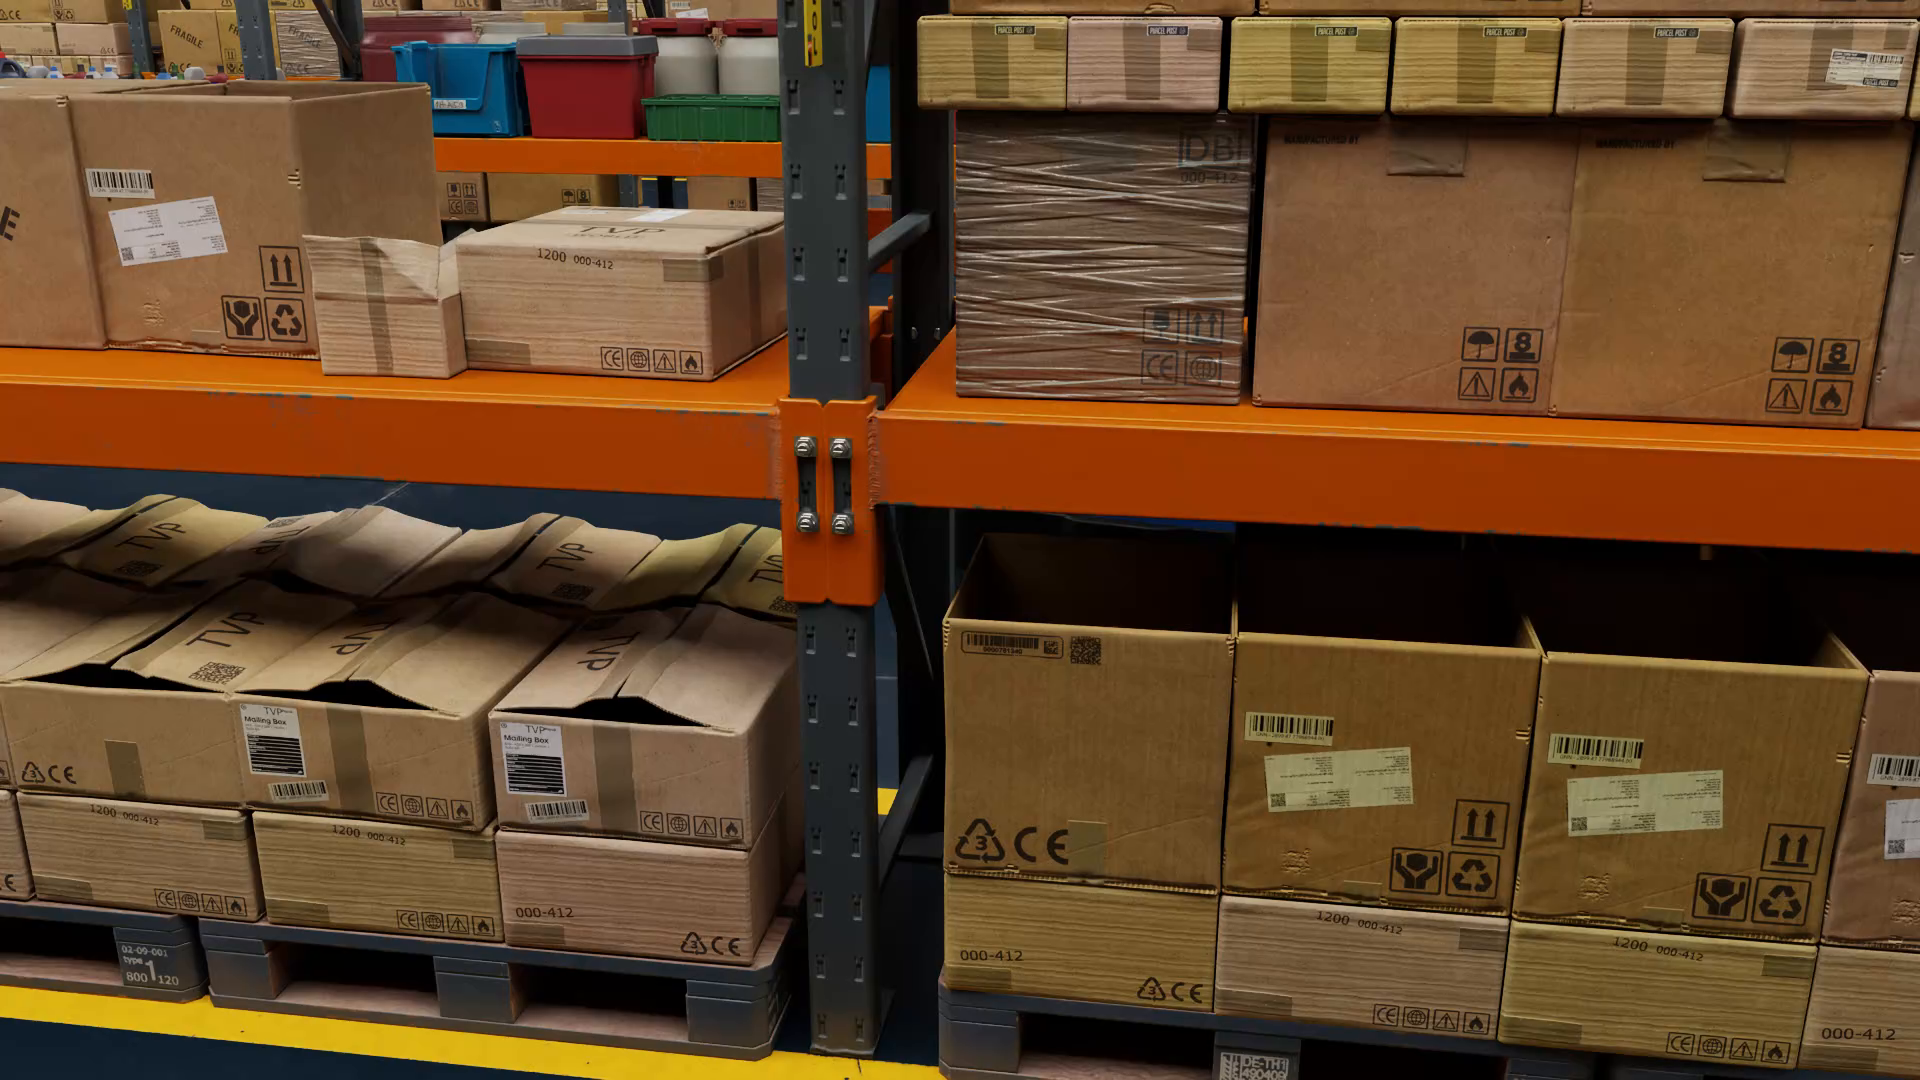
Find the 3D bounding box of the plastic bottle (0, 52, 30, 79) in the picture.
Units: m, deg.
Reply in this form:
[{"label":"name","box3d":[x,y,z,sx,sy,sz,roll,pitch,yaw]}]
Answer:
[{"label":"plastic bottle","box3d":[-5.107,-2.440,8.946,0.185,0.351,0.144,3,19,9]}]

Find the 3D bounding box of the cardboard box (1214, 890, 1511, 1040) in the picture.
[{"label":"cardboard box","box3d":[0.749,0.687,3.194,0.500,0.250,0.500,3,19,9]}]

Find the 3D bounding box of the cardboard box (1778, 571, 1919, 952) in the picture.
[{"label":"cardboard box","box3d":[1.736,0.383,2.922,0.500,0.500,0.500,3,19,9]}]

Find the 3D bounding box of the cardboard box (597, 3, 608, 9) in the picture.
[{"label":"cardboard box","box3d":[-3.730,-5.597,17.568,0.250,0.149,0.380,3,19,8]}]

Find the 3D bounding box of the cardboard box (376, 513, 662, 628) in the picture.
[{"label":"cardboard box","box3d":[-1.015,0.150,3.914,0.500,0.311,0.500,3,19,8]}]

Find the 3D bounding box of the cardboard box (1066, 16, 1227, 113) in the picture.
[{"label":"cardboard box","box3d":[0.329,-0.831,2.880,0.250,0.149,0.380,3,19,9]}]

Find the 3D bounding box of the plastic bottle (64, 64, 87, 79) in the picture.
[{"label":"plastic bottle","box3d":[-4.823,-2.456,9.100,0.133,0.283,0.061,3,19,9]}]

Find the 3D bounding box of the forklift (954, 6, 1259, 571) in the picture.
[{"label":"forklift","box3d":[1.535,-1.218,5.323,3.031,2.935,1.130,7,20,19]}]

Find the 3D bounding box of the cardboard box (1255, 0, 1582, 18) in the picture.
[{"label":"cardboard box","box3d":[0.785,-1.180,2.901,0.500,0.500,0.700,3,19,9]}]

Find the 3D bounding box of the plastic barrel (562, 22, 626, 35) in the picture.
[{"label":"plastic barrel","box3d":[-1.848,-2.363,8.461,0.421,0.512,0.421,0,18,0]}]

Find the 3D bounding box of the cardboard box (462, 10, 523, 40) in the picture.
[{"label":"cardboard box","box3d":[-3.546,-3.889,13.041,0.500,0.500,0.500,3,19,8]}]

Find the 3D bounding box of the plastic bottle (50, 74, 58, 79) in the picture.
[{"label":"plastic bottle","box3d":[-4.504,-2.184,8.307,0.097,0.271,0.097,0,18,0]}]

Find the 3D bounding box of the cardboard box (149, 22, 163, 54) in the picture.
[{"label":"cardboard box","box3d":[-6.899,-4.244,14.029,0.500,0.250,0.500,3,19,8]}]

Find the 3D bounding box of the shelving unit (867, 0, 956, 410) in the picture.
[{"label":"shelving unit","box3d":[-0.176,-1.007,6.002,0.503,2.100,0.431,3,19,10]}]

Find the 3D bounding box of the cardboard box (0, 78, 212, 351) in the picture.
[{"label":"cardboard box","box3d":[-1.924,-0.706,3.527,0.500,0.500,0.500,3,19,9]}]

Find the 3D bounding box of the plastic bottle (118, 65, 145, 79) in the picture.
[{"label":"plastic bottle","box3d":[-4.499,-2.439,9.050,0.133,0.283,0.061,3,19,9]}]

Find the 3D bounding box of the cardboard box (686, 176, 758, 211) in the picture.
[{"label":"cardboard box","box3d":[-1.863,-2.863,13.379,0.500,0.500,0.700,2,19,6]}]

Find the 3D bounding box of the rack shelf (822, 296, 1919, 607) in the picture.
[{"label":"rack shelf","box3d":[1.821,-0.121,3.071,4.000,0.370,1.077,3,19,9]}]

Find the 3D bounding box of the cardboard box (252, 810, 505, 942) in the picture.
[{"label":"cardboard box","box3d":[-1.108,0.586,3.496,0.500,0.250,0.500,3,19,8]}]

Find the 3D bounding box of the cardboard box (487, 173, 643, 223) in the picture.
[{"label":"cardboard box","box3d":[-3.206,-3.100,13.528,0.875,0.875,1.225,2,19,6]}]

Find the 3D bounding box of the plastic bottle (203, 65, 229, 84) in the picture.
[{"label":"plastic bottle","box3d":[-4.007,-2.414,8.975,0.133,0.283,0.061,3,19,9]}]

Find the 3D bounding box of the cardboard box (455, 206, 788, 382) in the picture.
[{"label":"cardboard box","box3d":[-0.646,-0.503,3.315,0.500,0.250,0.500,4,19,12]}]

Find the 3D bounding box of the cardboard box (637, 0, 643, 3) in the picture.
[{"label":"cardboard box","box3d":[-3.205,-5.712,17.445,0.250,0.149,0.380,3,19,9]}]

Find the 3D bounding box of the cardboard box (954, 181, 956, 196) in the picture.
[{"label":"cardboard box","box3d":[-0.201,-2.785,13.145,0.500,0.500,0.700,1,19,4]}]

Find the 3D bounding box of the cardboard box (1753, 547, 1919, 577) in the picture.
[{"label":"cardboard box","box3d":[1.821,0.215,3.424,0.500,0.500,0.500,3,19,9]}]

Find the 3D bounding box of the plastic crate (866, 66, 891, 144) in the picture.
[{"label":"plastic crate","box3d":[-0.502,-2.065,7.773,0.575,0.384,0.392,3,19,9]}]

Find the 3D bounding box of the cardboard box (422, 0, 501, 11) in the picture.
[{"label":"cardboard box","box3d":[-3.890,-4.466,13.185,0.637,0.503,0.797,3,19,10]}]

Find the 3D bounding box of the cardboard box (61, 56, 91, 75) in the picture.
[{"label":"cardboard box","box3d":[-7.085,-3.875,13.554,0.250,0.149,0.380,3,19,10]}]

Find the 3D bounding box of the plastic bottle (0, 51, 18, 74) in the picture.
[{"label":"plastic bottle","box3d":[-5.216,-2.495,9.109,0.185,0.351,0.144,3,19,9]}]

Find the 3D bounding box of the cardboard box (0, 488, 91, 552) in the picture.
[{"label":"cardboard box","box3d":[-2.534,0.074,4.141,0.500,0.311,0.500,3,19,8]}]

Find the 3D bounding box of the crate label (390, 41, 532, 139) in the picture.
[{"label":"crate label","box3d":[-2.375,-2.198,8.089,0.616,0.435,0.502,3,19,9]}]

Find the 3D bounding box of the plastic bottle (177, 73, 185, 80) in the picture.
[{"label":"plastic bottle","box3d":[-3.780,-2.147,8.177,0.133,0.283,0.061,3,19,9]}]

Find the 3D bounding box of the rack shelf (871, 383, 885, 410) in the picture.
[{"label":"rack shelf","box3d":[-0.176,-0.330,6.229,0.480,0.518,0.431,3,19,10]}]

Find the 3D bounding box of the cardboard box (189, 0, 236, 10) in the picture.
[{"label":"cardboard box","box3d":[-5.845,-4.562,13.473,0.637,0.503,0.797,2,19,7]}]

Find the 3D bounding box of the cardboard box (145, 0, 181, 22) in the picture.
[{"label":"cardboard box","box3d":[-6.909,-4.599,13.905,0.500,0.500,0.500,3,19,9]}]

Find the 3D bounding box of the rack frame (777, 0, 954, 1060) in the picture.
[{"label":"rack frame","box3d":[-0.153,-0.563,3.258,0.127,3.000,1.000,3,19,9]}]

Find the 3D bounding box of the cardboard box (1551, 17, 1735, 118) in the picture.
[{"label":"cardboard box","box3d":[1.090,-0.793,2.765,0.250,0.149,0.380,2,19,7]}]

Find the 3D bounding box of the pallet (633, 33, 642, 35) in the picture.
[{"label":"pallet","box3d":[-3.602,-5.412,18.053,1.213,0.211,1.003,3,19,9]}]

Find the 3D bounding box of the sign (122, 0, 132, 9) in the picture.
[{"label":"sign","box3d":[-6.564,-4.343,13.066,0.005,0.325,0.100,3,19,9]}]

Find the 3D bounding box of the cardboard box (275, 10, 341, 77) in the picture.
[{"label":"cardboard box","box3d":[-5.072,-3.964,13.267,0.500,0.500,0.500,2,19,7]}]

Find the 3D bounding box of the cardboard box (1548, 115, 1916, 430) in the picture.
[{"label":"cardboard box","box3d":[1.302,-0.539,3.029,0.500,0.500,0.700,3,19,9]}]

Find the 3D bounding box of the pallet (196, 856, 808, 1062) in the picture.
[{"label":"pallet","box3d":[-0.887,0.735,3.775,1.213,0.211,1.003,3,19,9]}]

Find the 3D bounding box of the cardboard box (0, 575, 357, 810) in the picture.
[{"label":"cardboard box","box3d":[-1.606,0.295,3.481,0.500,0.311,0.500,3,19,8]}]

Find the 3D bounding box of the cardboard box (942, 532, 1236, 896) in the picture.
[{"label":"cardboard box","box3d":[0.255,0.308,3.146,0.500,0.500,0.500,3,19,9]}]

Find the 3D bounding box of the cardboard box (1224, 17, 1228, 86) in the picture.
[{"label":"cardboard box","box3d":[0.393,-0.958,3.260,0.250,0.149,0.380,3,19,7]}]

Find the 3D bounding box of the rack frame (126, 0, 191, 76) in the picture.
[{"label":"rack frame","box3d":[-6.477,-4.069,13.736,0.127,3.000,1.000,3,19,9]}]

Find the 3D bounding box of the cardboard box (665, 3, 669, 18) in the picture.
[{"label":"cardboard box","box3d":[-2.972,-5.558,17.451,0.250,0.149,0.380,3,19,9]}]
